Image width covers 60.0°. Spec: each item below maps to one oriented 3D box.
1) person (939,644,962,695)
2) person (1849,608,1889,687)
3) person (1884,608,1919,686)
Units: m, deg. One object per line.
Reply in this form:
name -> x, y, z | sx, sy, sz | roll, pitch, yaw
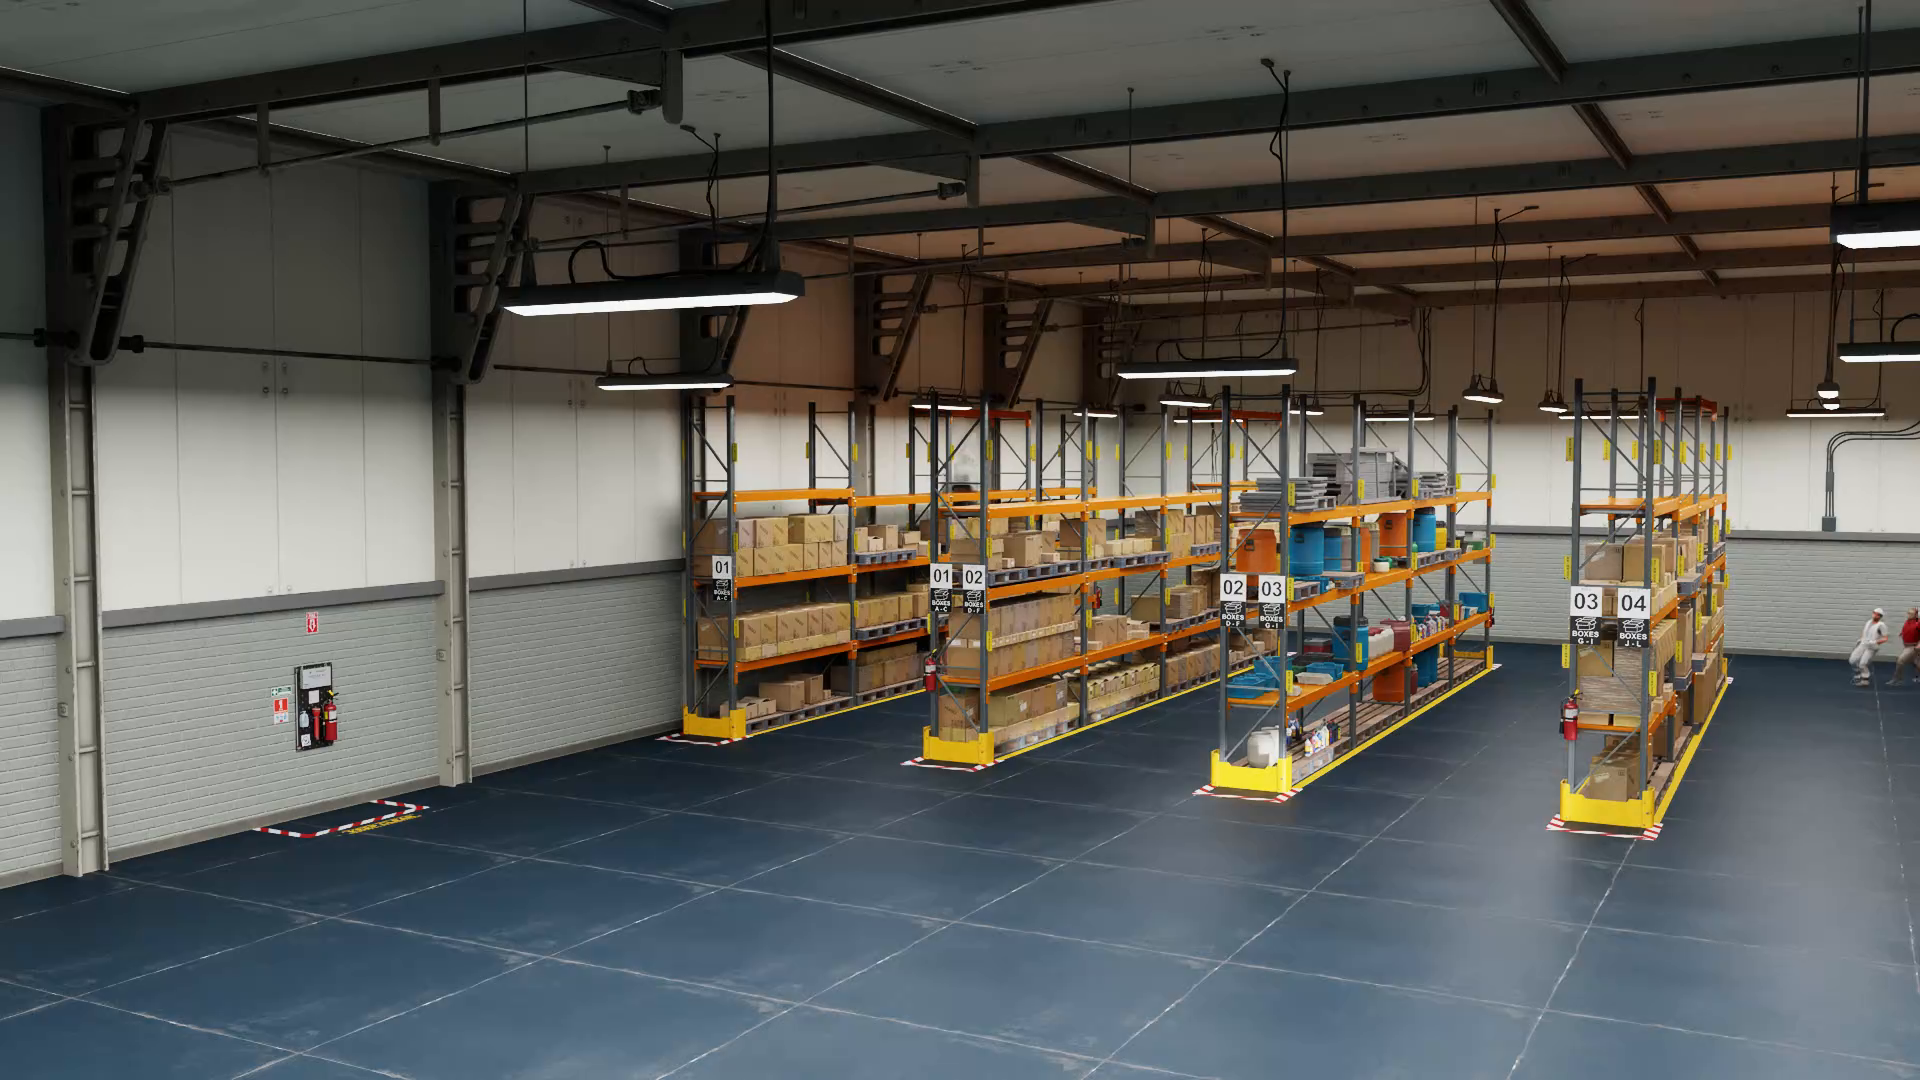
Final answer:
person -> -0.091, 2.506, 30.763 | 0.649, 1.755, 0.761 | 1, 3, 15
person -> 19.243, 2.288, 35.285 | 0.540, 1.701, 0.755 | -1, 3, -13
person -> 20.356, 2.310, 35.534 | 0.929, 1.724, 0.787 | 0, 3, 5
